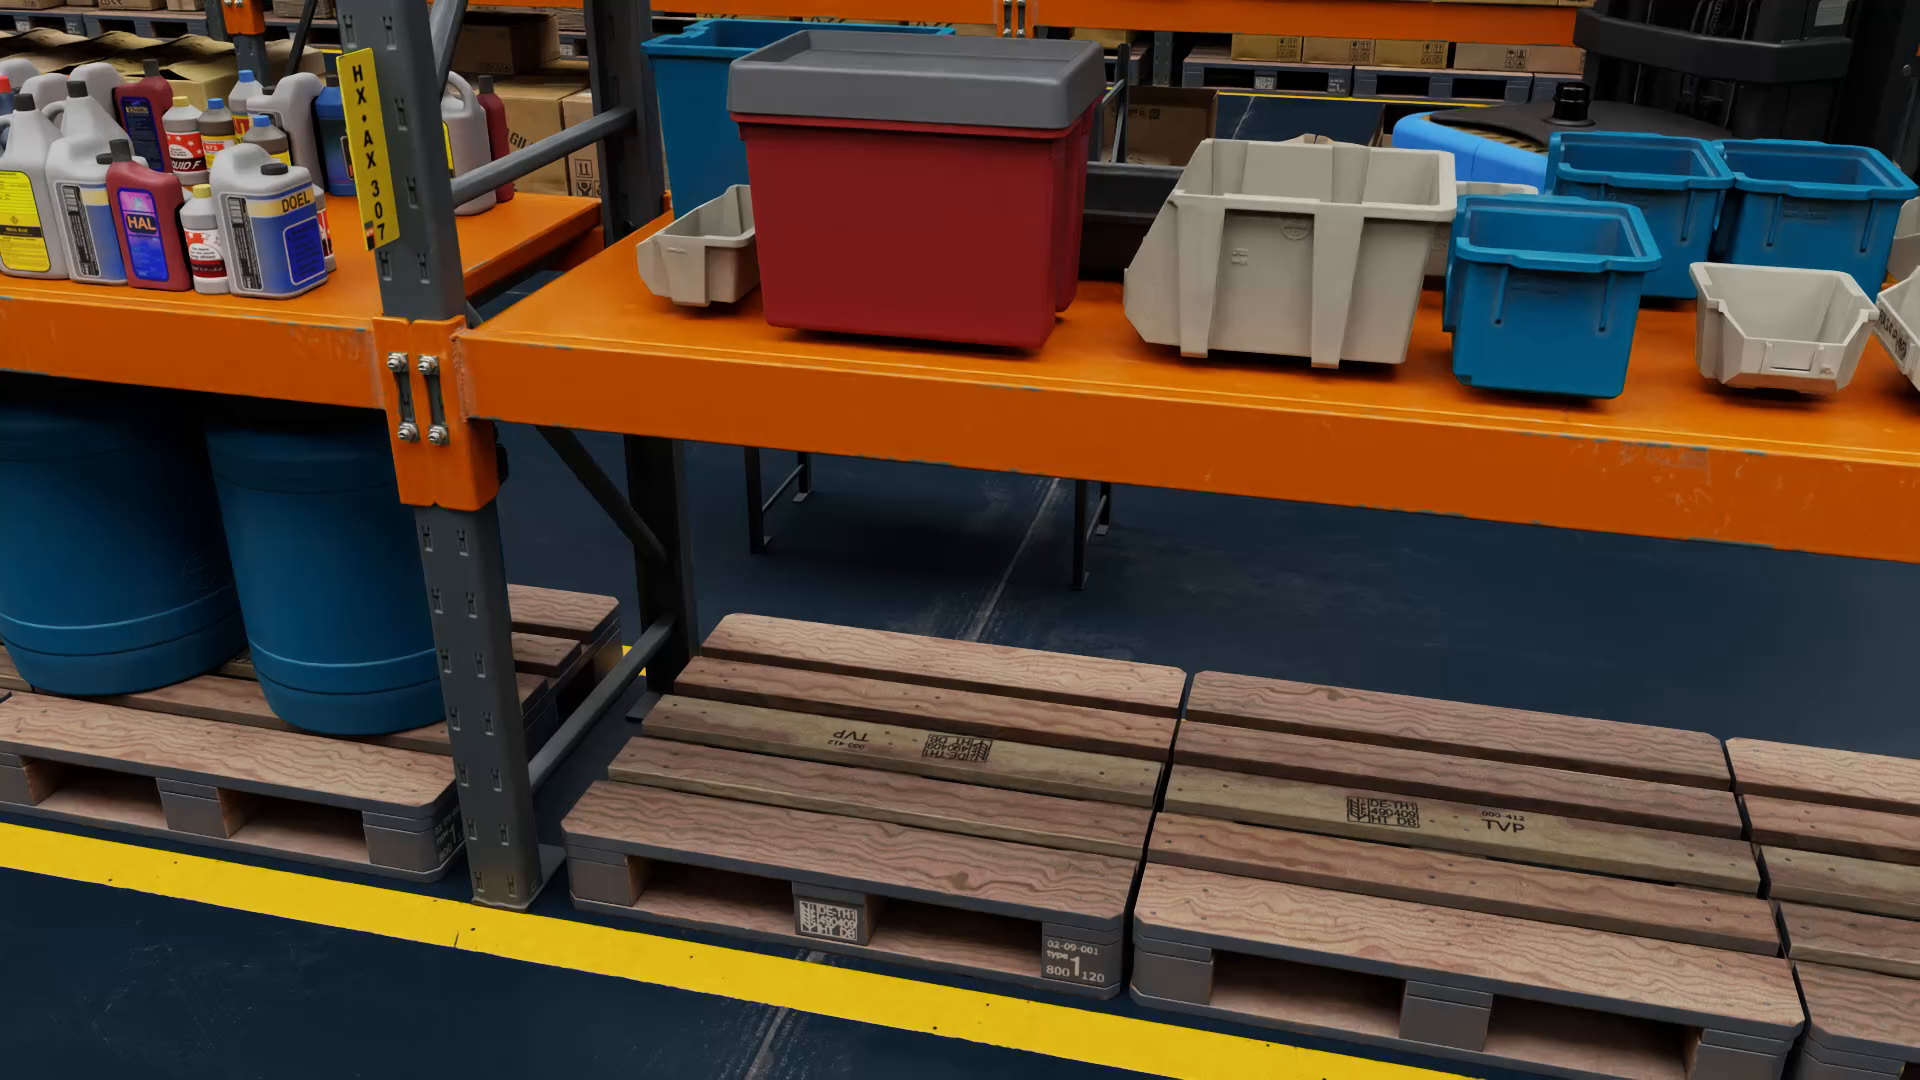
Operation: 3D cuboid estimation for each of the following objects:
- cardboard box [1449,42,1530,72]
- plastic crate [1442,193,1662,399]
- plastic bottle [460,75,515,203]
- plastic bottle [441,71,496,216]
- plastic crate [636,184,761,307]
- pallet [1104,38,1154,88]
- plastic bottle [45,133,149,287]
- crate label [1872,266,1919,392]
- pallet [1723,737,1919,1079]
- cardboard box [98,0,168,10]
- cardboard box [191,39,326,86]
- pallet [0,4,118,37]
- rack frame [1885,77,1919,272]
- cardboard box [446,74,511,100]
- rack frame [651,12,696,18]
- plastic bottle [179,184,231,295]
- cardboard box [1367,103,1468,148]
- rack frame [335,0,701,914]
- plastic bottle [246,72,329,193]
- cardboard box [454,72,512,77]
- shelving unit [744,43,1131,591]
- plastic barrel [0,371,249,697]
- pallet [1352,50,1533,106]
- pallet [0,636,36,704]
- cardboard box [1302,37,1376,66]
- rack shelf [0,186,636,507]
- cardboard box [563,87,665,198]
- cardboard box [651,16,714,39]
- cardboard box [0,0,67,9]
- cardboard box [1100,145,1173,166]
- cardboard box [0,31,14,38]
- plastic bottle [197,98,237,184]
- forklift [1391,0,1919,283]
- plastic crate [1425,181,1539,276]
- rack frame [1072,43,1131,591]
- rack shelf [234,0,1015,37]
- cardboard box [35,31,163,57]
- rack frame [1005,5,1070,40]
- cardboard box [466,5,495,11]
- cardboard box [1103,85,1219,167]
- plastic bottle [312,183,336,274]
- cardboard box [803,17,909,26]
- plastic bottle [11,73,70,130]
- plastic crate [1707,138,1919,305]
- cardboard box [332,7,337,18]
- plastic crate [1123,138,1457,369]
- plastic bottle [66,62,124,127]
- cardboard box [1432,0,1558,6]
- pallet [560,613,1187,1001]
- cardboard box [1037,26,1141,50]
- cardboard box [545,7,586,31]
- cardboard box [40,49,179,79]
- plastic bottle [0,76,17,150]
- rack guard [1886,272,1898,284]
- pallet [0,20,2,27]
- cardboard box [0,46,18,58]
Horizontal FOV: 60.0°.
[{"bbox_3d":[3.799,-3.664,11.876,0.500,0.500,0.700,5,26,11],"label":"cardboard box"},{"bbox_3d":[0.954,-0.403,2.732,0.300,0.233,0.416,6,26,13],"label":"plastic crate"},{"bbox_3d":[-1.116,-0.931,3.851,0.133,0.283,0.061,6,26,13],"label":"plastic bottle"},{"bbox_3d":[-1.166,-0.921,3.753,0.185,0.351,0.144,6,26,13],"label":"plastic bottle"},{"bbox_3d":[-0.452,-0.565,3.185,0.243,0.136,0.396,6,26,13],"label":"plastic crate"},{"bbox_3d":[0.834,-3.683,12.741,1.213,0.211,1.003,6,26,13],"label":"pallet"},{"bbox_3d":[-1.683,-0.657,3.285,0.135,0.276,0.152,6,26,13],"label":"plastic bottle"},{"bbox_3d":[1.619,-0.315,2.659,0.243,0.136,0.396,6,26,13],"label":"crate label"},{"bbox_3d":[2.218,0.816,3.290,1.213,0.211,1.003,6,26,13],"label":"pallet"},{"bbox_3d":[-7.163,-4.912,14.474,0.500,0.500,0.500,4,26,9],"label":"cardboard box"},{"bbox_3d":[-3.938,-2.636,9.356,0.500,0.311,0.500,7,26,15],"label":"cardboard box"},{"bbox_3d":[-7.992,-4.675,14.825,1.213,0.211,1.003,6,26,13],"label":"pallet"},{"bbox_3d":[4.244,-2.400,6.802,0.127,3.000,1.000,6,26,13],"label":"rack frame"},{"bbox_3d":[-2.626,-2.105,8.578,0.500,0.500,0.500,5,26,11],"label":"cardboard box"},{"bbox_3d":[-2.274,-5.319,12.933,0.127,3.000,1.000,6,26,13],"label":"rack frame"},{"bbox_3d":[-1.448,-0.586,3.221,0.097,0.201,0.097,0,25,0],"label":"plastic bottle"},{"bbox_3d":[2.191,-1.701,7.725,0.637,0.503,0.797,6,26,13],"label":"cardboard box"},{"bbox_3d":[-0.867,-0.767,3.371,0.127,3.000,1.000,6,26,13],"label":"rack frame"},{"bbox_3d":[-1.575,-0.958,3.917,0.135,0.276,0.152,6,26,13],"label":"plastic bottle"},{"bbox_3d":[-2.540,-2.324,9.038,0.500,0.500,0.500,7,26,15],"label":"cardboard box"},{"bbox_3d":[-0.083,-0.686,4.947,1.048,1.500,0.538,6,26,13],"label":"shelving unit"},{"bbox_3d":[-2.076,-0.150,4.028,0.708,0.901,0.600,6,26,13],"label":"plastic barrel"},{"bbox_3d":[3.502,-3.388,12.121,1.213,0.211,1.003,6,26,13],"label":"pallet"},{"bbox_3d":[-2.789,0.263,4.453,1.213,0.211,1.003,6,26,13],"label":"pallet"},{"bbox_3d":[2.785,-3.774,12.107,0.500,0.500,0.700,6,26,12],"label":"cardboard box"},{"bbox_3d":[-2.804,-0.656,3.975,4.000,0.370,1.077,6,26,13],"label":"rack shelf"},{"bbox_3d":[-1.634,-1.996,8.348,0.500,0.500,0.500,5,26,11],"label":"cardboard box"},{"bbox_3d":[-1.492,-2.551,8.642,0.500,0.250,0.500,6,26,12],"label":"cardboard box"},{"bbox_3d":[-8.124,-4.974,14.604,0.500,0.500,0.700,5,26,10],"label":"cardboard box"},{"bbox_3d":[0.723,-1.678,7.901,0.500,0.311,0.500,6,26,13],"label":"cardboard box"},{"bbox_3d":[-5.926,-2.855,9.814,0.500,0.311,0.500,6,26,13],"label":"cardboard box"},{"bbox_3d":[-1.775,-0.958,4.005,0.097,0.201,0.097,0,25,0],"label":"plastic bottle"},{"bbox_3d":[3.102,-1.937,5.910,3.031,2.935,1.130,-10,27,-21],"label":"forklift"},{"bbox_3d":[0.894,-0.613,3.286,0.466,0.136,0.293,6,26,13],"label":"plastic crate"},{"bbox_3d":[0.410,-0.632,4.832,0.032,1.500,0.500,6,26,13],"label":"rack frame"},{"bbox_3d":[-1.567,-2.718,8.306,4.000,0.370,1.077,6,26,13],"label":"rack shelf"},{"bbox_3d":[-4.942,-2.744,9.583,0.500,0.311,0.500,6,26,12],"label":"cardboard box"},{"bbox_3d":[0.370,-2.828,7.701,0.127,3.000,1.000,6,26,13],"label":"rack frame"},{"bbox_3d":[-3.942,-4.590,13.797,0.500,0.500,0.700,6,26,13],"label":"cardboard box"},{"bbox_3d":[0.993,-1.955,8.264,0.500,0.500,0.500,6,26,13],"label":"cardboard box"},{"bbox_3d":[-1.316,-0.638,3.333,0.097,0.201,0.097,0,25,0],"label":"plastic bottle"},{"bbox_3d":[-0.747,-4.308,12.822,0.750,0.750,0.750,6,26,13],"label":"cardboard box"},{"bbox_3d":[-2.155,-0.955,3.910,0.135,0.276,0.152,6,26,13],"label":"plastic bottle"},{"bbox_3d":[1.575,-0.594,3.134,0.300,0.233,0.416,6,26,13],"label":"plastic crate"},{"bbox_3d":[-4.918,-4.711,14.052,0.500,0.500,0.700,6,26,12],"label":"cardboard box"},{"bbox_3d":[0.566,-0.500,2.879,0.530,0.282,0.437,6,26,13],"label":"plastic crate"},{"bbox_3d":[-2.117,-1.018,4.043,0.135,0.276,0.152,6,26,13],"label":"plastic bottle"},{"bbox_3d":[2.269,-2.544,6.987,0.500,0.500,0.500,6,26,12],"label":"cardboard box"},{"bbox_3d":[-0.145,0.555,3.839,1.213,0.211,1.003,6,26,13],"label":"pallet"},{"bbox_3d":[0.938,-4.125,12.438,0.750,0.750,0.750,7,26,14],"label":"cardboard box"},{"bbox_3d":[-2.984,-4.445,13.492,0.500,0.500,0.700,7,26,14],"label":"cardboard box"},{"bbox_3d":[-4.577,-2.464,8.995,0.500,0.311,0.500,6,26,12],"label":"cardboard box"},{"bbox_3d":[-1.982,-0.786,3.469,0.185,0.351,0.144,6,26,13],"label":"plastic bottle"},{"bbox_3d":[4.171,-1.280,7.356,0.348,0.500,1.175,6,26,13],"label":"rack guard"},{"bbox_3d":[-9.170,-4.807,15.101,1.213,0.211,1.003,6,26,13],"label":"pallet"},{"bbox_3d":[-5.550,-2.574,9.225,0.500,0.311,0.500,7,26,14],"label":"cardboard box"}]
